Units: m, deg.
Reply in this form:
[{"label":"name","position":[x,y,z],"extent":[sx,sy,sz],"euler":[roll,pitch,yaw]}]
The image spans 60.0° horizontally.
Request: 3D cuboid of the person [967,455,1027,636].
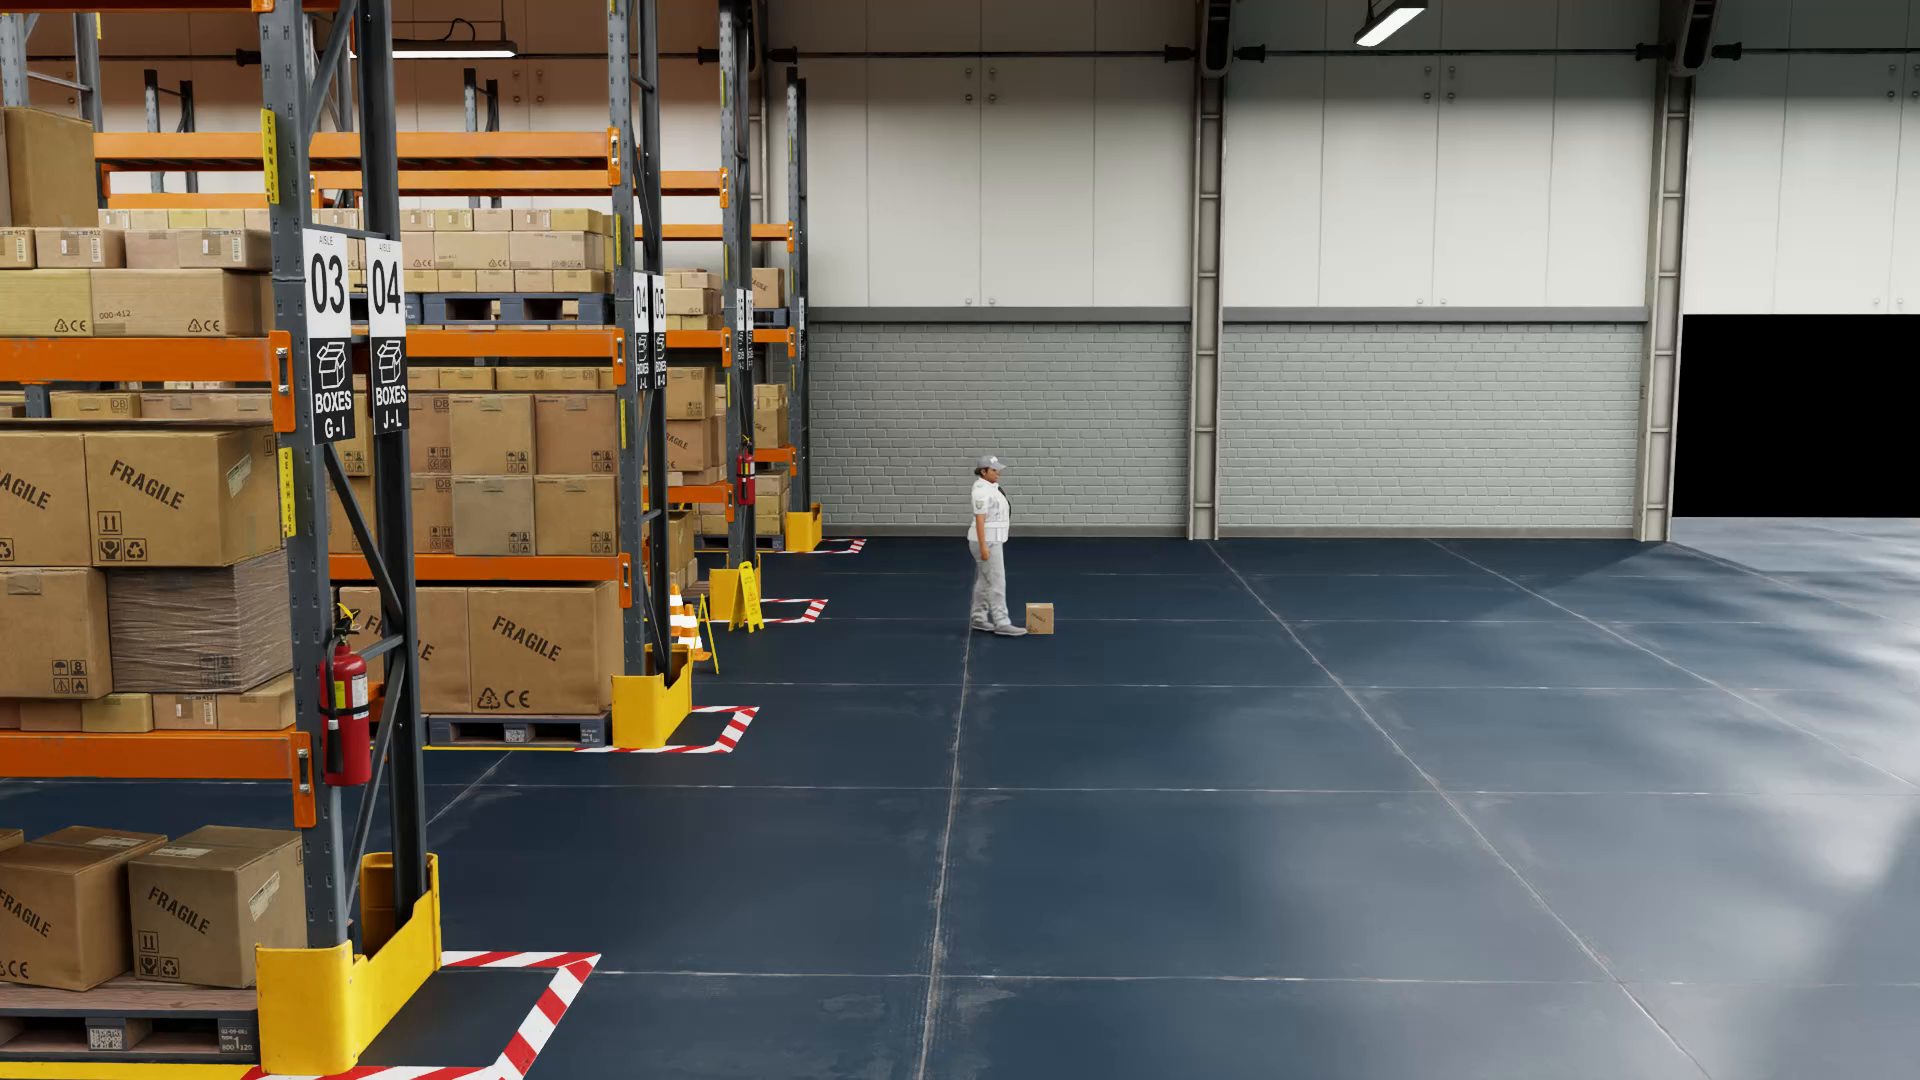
[{"label":"person","position":[0.360,0.035,15.464],"extent":[0.581,1.656,0.478],"euler":[1,7,11]}]
